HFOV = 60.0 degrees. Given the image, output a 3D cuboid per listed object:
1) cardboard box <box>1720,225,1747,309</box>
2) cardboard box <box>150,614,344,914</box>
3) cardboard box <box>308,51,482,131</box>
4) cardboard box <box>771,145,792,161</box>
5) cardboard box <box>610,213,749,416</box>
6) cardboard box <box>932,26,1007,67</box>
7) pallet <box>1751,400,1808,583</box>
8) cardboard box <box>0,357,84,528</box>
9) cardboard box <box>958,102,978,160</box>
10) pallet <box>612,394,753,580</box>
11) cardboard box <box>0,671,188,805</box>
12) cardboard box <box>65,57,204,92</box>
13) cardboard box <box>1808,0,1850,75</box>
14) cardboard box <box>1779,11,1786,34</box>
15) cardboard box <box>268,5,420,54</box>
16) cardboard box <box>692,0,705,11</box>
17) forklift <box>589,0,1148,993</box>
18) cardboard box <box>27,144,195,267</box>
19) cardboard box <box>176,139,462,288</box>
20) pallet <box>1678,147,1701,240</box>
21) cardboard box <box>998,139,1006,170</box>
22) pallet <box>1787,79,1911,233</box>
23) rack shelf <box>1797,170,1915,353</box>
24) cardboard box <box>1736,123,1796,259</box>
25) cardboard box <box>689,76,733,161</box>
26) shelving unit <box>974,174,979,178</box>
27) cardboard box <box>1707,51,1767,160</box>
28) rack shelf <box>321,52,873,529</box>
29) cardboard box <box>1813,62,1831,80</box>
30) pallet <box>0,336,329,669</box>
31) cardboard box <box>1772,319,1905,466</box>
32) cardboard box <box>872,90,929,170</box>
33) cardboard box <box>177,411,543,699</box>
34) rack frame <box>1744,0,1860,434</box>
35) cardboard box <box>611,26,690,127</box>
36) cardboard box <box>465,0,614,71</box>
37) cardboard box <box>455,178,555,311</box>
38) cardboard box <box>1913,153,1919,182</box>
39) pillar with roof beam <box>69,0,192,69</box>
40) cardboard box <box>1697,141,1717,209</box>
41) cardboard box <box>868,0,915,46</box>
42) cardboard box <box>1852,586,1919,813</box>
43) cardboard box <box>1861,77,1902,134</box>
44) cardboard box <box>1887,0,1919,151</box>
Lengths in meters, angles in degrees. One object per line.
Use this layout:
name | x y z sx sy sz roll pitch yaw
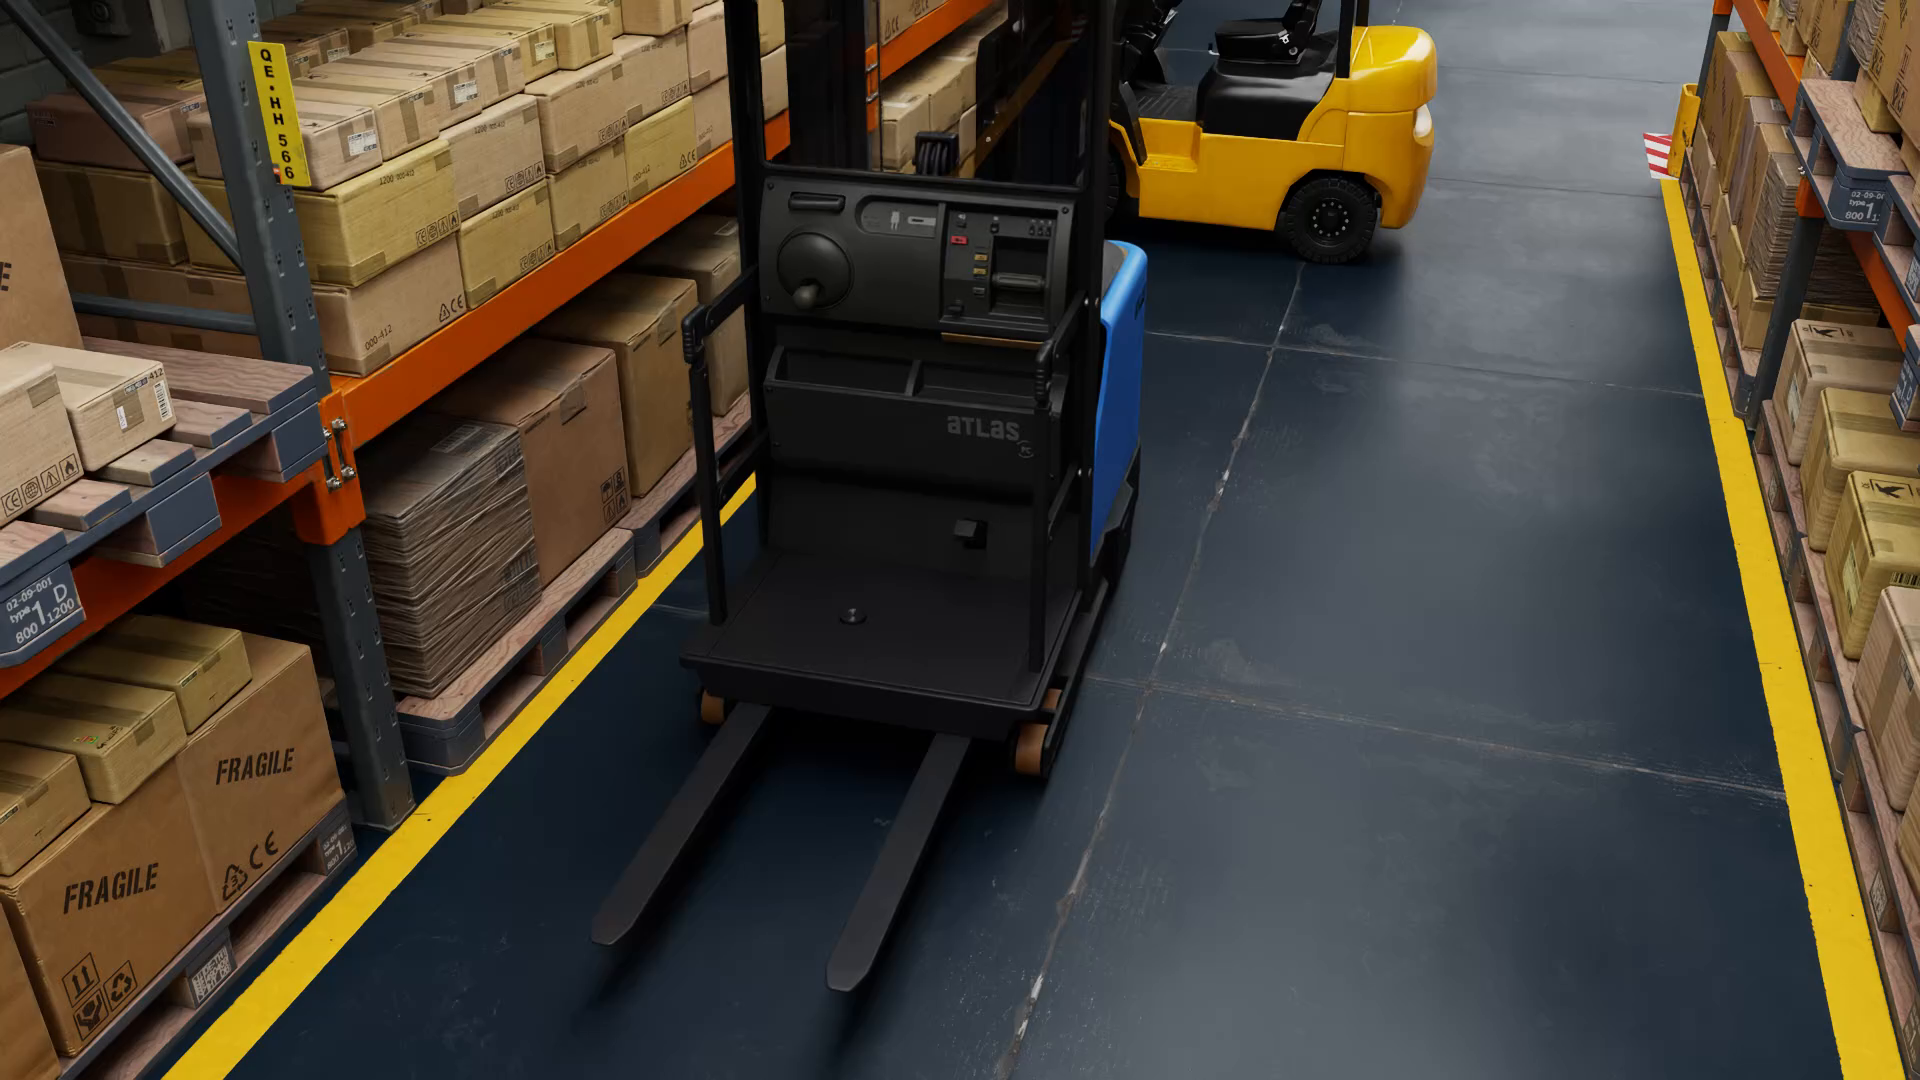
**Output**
cardboard box | 3.905 -1.268 7.840 0.500 0.250 0.500 8 30 14
cardboard box | -1.997 0.564 4.290 0.500 0.500 0.500 9 30 16
cardboard box | -1.575 -1.252 4.646 0.380 0.149 0.250 9 30 16
cardboard box | -0.945 -2.106 8.318 0.500 0.250 0.500 9 30 16
cardboard box | -1.282 -0.973 6.924 0.875 0.625 0.625 8 30 14
cardboard box | -0.006 -2.742 9.461 0.500 0.250 0.500 8 30 14
pallet | 3.615 -0.144 6.291 1.003 0.211 1.213 8 30 15
cardboard box | -2.078 -0.153 3.162 0.500 0.250 0.500 7 30 13
cardboard box | -0.162 -2.278 9.142 0.500 0.250 0.500 8 30 14
pallet | -1.439 -0.295 6.564 1.003 0.211 1.213 8 30 15
cardboard box | -2.032 0.450 3.827 0.380 0.149 0.250 7 30 12
cardboard box | -2.206 -1.217 4.581 0.380 0.149 0.250 9 30 16
cardboard box | 3.735 -2.140 6.602 0.500 0.500 0.500 8 30 14
cardboard box | 4.044 -2.395 7.727 0.380 0.149 0.250 8 30 14
cardboard box | -1.915 -1.563 5.203 0.380 0.149 0.250 8 30 15
cardboard box | -1.139 -1.969 5.935 0.380 0.149 0.250 9 30 15
forklift | -0.188 -0.781 4.638 1.130 2.935 3.031 7 30 13
cardboard box | -2.212 -0.973 4.554 0.500 0.250 0.500 9 30 16
cardboard box | -1.691 -0.893 4.409 0.500 0.250 0.500 8 30 15
pallet | 4.722 -1.957 9.550 1.003 0.211 1.213 8 30 15
cardboard box | -0.007 -2.303 9.700 0.500 0.250 0.500 9 30 16
pallet | 3.479 -1.306 5.709 1.003 0.211 1.213 8 30 15
rack shelf | 3.255 -0.480 4.768 1.077 0.370 4.000 8 30 15
cardboard box | 3.907 -1.584 7.636 0.500 0.500 0.500 9 30 16
cardboard box | -1.119 -1.633 6.254 0.500 0.250 0.500 9 30 15
shelving unit | 0.145 -0.793 6.442 0.258 1.200 0.189 7 30 13
cardboard box | 4.359 -2.303 8.929 0.500 0.500 0.500 7 30 13
rack shelf | -1.491 -1.187 6.038 1.077 0.370 4.000 8 30 15
cardboard box | 3.645 -1.807 6.672 0.380 0.149 0.250 8 30 14
pallet | -2.210 -0.163 3.655 1.213 0.211 1.003 8 30 15
cardboard box | 3.690 -0.515 6.362 0.950 0.372 0.625 9 30 16
cardboard box | -0.462 -2.030 8.181 0.500 0.250 0.500 8 30 14
cardboard box | -1.882 -0.006 5.185 0.875 0.625 0.625 9 30 16
rack frame | 3.842 -1.724 6.264 1.000 3.000 0.127 8 30 15
cardboard box | -1.270 -1.610 5.699 0.500 0.250 0.500 9 30 16
cardboard box | -1.334 -1.606 5.282 0.380 0.149 0.250 9 30 16
cardboard box | -1.562 -0.911 4.956 0.500 0.250 0.500 8 30 14
cardboard box | 3.096 -1.101 4.969 0.380 0.149 0.250 9 30 15
pillar with roof beam | 1.558 -3.314 2.950 9.100 9.000 0.400 8 30 15
cardboard box | 4.358 -1.993 9.144 0.500 0.250 0.500 10 30 17
cardboard box | -0.524 -2.643 7.813 0.500 0.500 0.500 8 30 13
cardboard box | 3.052 0.494 4.547 0.950 0.372 0.625 8 30 14
cardboard box | 3.296 -1.471 5.636 0.380 0.149 0.250 9 30 16
cardboard box | 3.126 -1.444 4.919 0.500 0.500 0.500 8 30 15
